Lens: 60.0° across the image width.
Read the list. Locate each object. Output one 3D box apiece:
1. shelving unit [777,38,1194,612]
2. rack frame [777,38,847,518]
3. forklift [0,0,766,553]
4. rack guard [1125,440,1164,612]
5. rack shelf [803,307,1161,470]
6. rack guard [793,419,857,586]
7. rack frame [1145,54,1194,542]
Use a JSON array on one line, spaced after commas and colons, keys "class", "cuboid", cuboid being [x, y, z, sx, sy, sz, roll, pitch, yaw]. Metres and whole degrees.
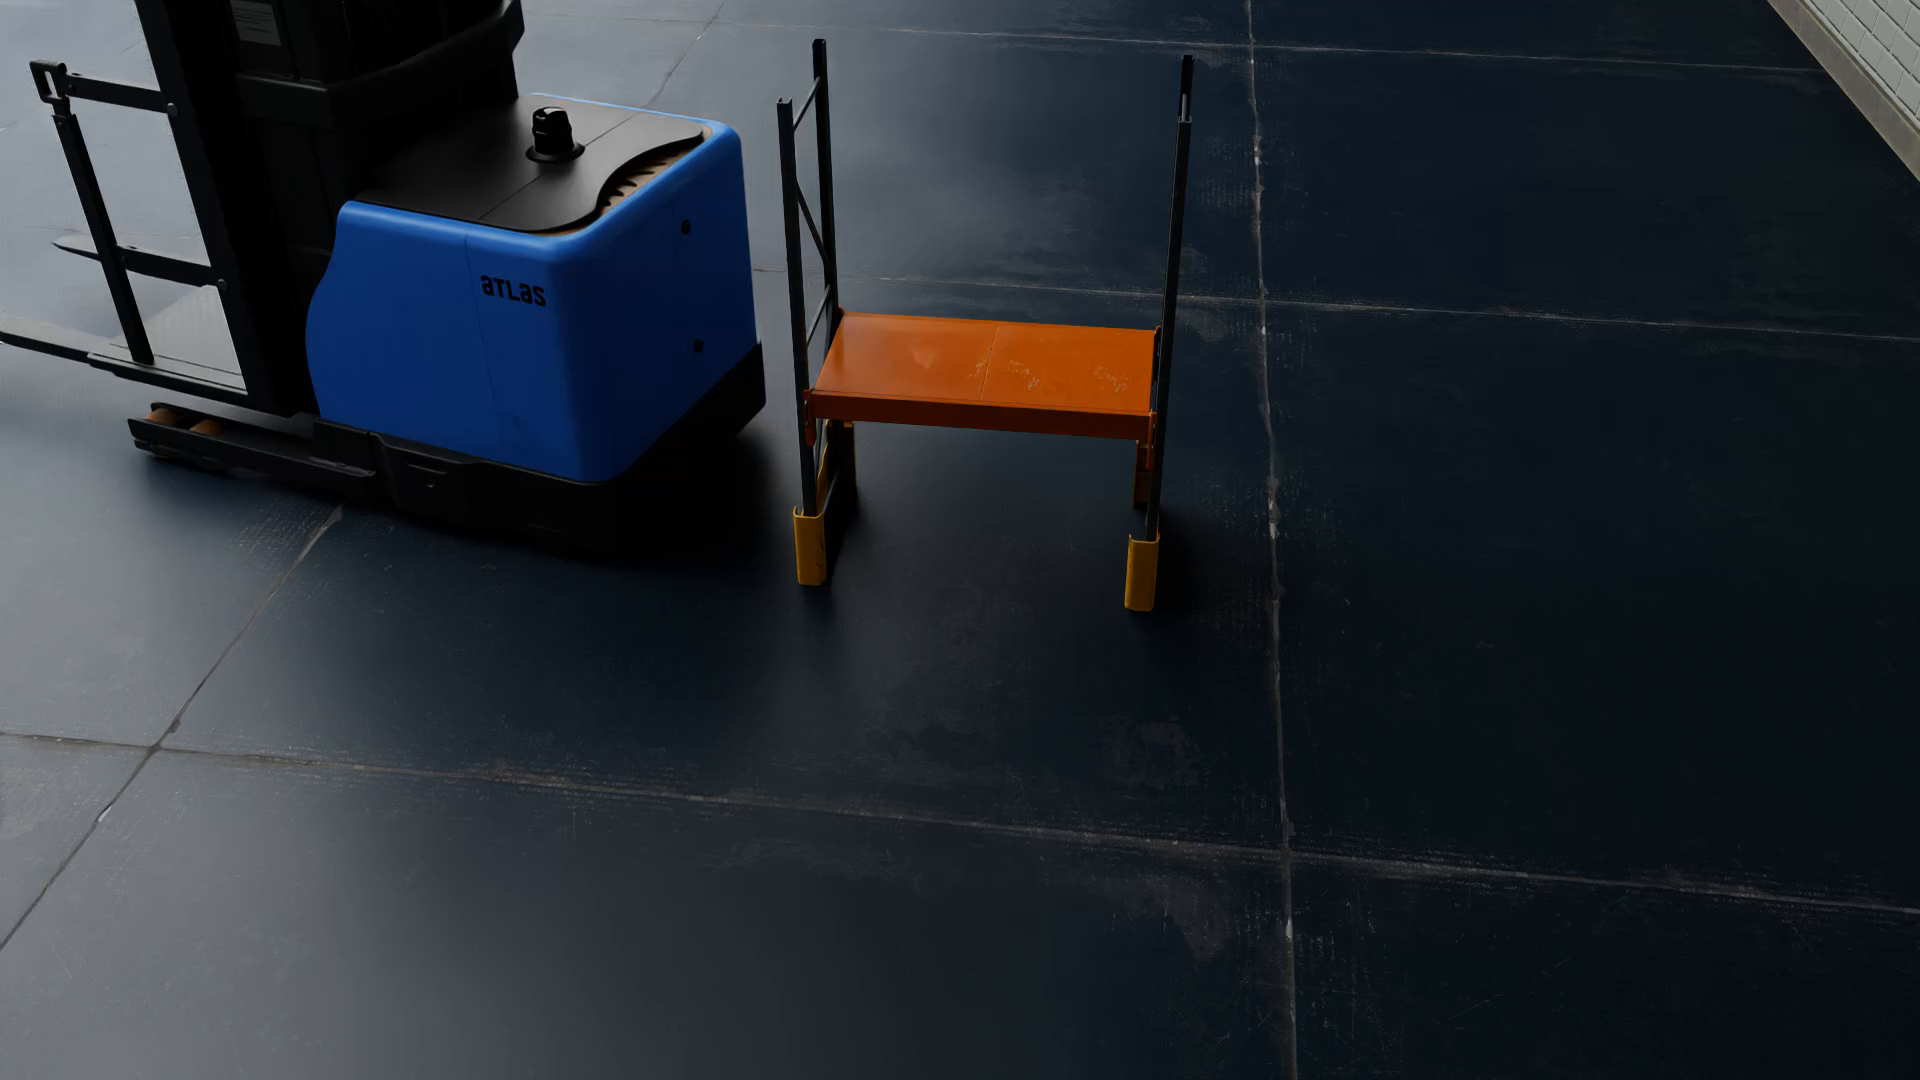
[{"class": "shelving unit", "cuboid": [0.076, -0.605, 4.806, 1.083, 1.500, 0.587, 4, 36, 6]}, {"class": "rack frame", "cuboid": [-0.420, -0.642, 4.858, 0.032, 1.500, 0.500, 4, 36, 6]}, {"class": "forklift", "cuboid": [-2.245, -1.696, 5.103, 3.031, 2.935, 1.130, 13, 38, 18]}, {"class": "rack guard", "cuboid": [0.570, -0.059, 5.118, 0.087, 0.250, 0.587, 4, 36, 6]}, {"class": "rack shelf", "cuboid": [0.085, -0.458, 4.910, 1.000, 0.185, 0.538, 4, 36, 6]}, {"class": "rack guard", "cuboid": [-0.418, -0.133, 5.221, 0.087, 0.250, 0.587, 4, 36, 6]}, {"class": "rack frame", "cuboid": [0.589, -0.567, 4.753, 0.032, 1.500, 0.500, 4, 36, 6]}]
